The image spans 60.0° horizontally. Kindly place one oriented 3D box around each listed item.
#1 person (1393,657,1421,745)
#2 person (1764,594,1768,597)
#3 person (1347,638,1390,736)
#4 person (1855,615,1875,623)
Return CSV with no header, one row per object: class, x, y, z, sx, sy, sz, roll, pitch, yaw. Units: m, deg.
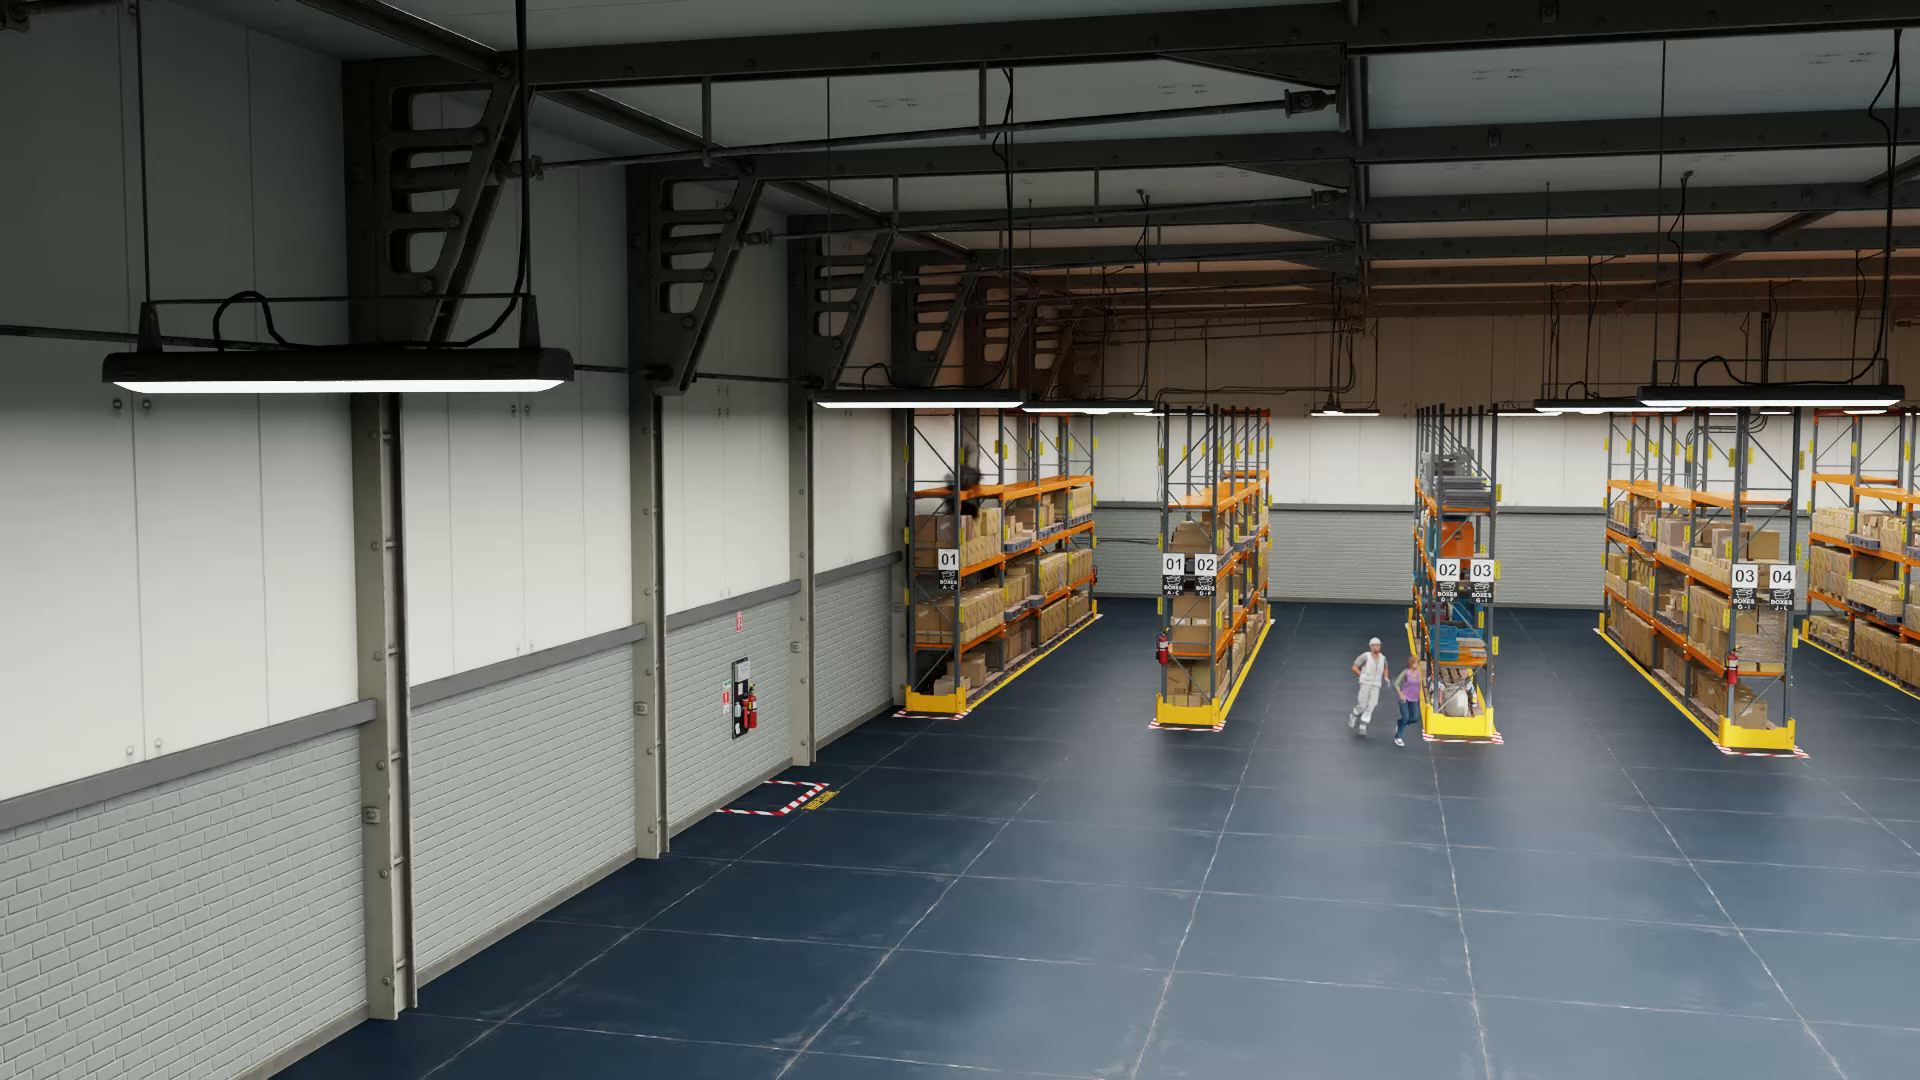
person,7.911,2.830,29.356,0.587,1.544,0.500,-2,4,-20
person,21.030,1.667,44.085,0.581,1.687,0.747,-3,5,-36
person,7.481,2.653,30.257,0.710,1.756,0.686,-1,4,-9
person,23.842,1.725,43.865,0.877,1.605,0.538,1,4,9
